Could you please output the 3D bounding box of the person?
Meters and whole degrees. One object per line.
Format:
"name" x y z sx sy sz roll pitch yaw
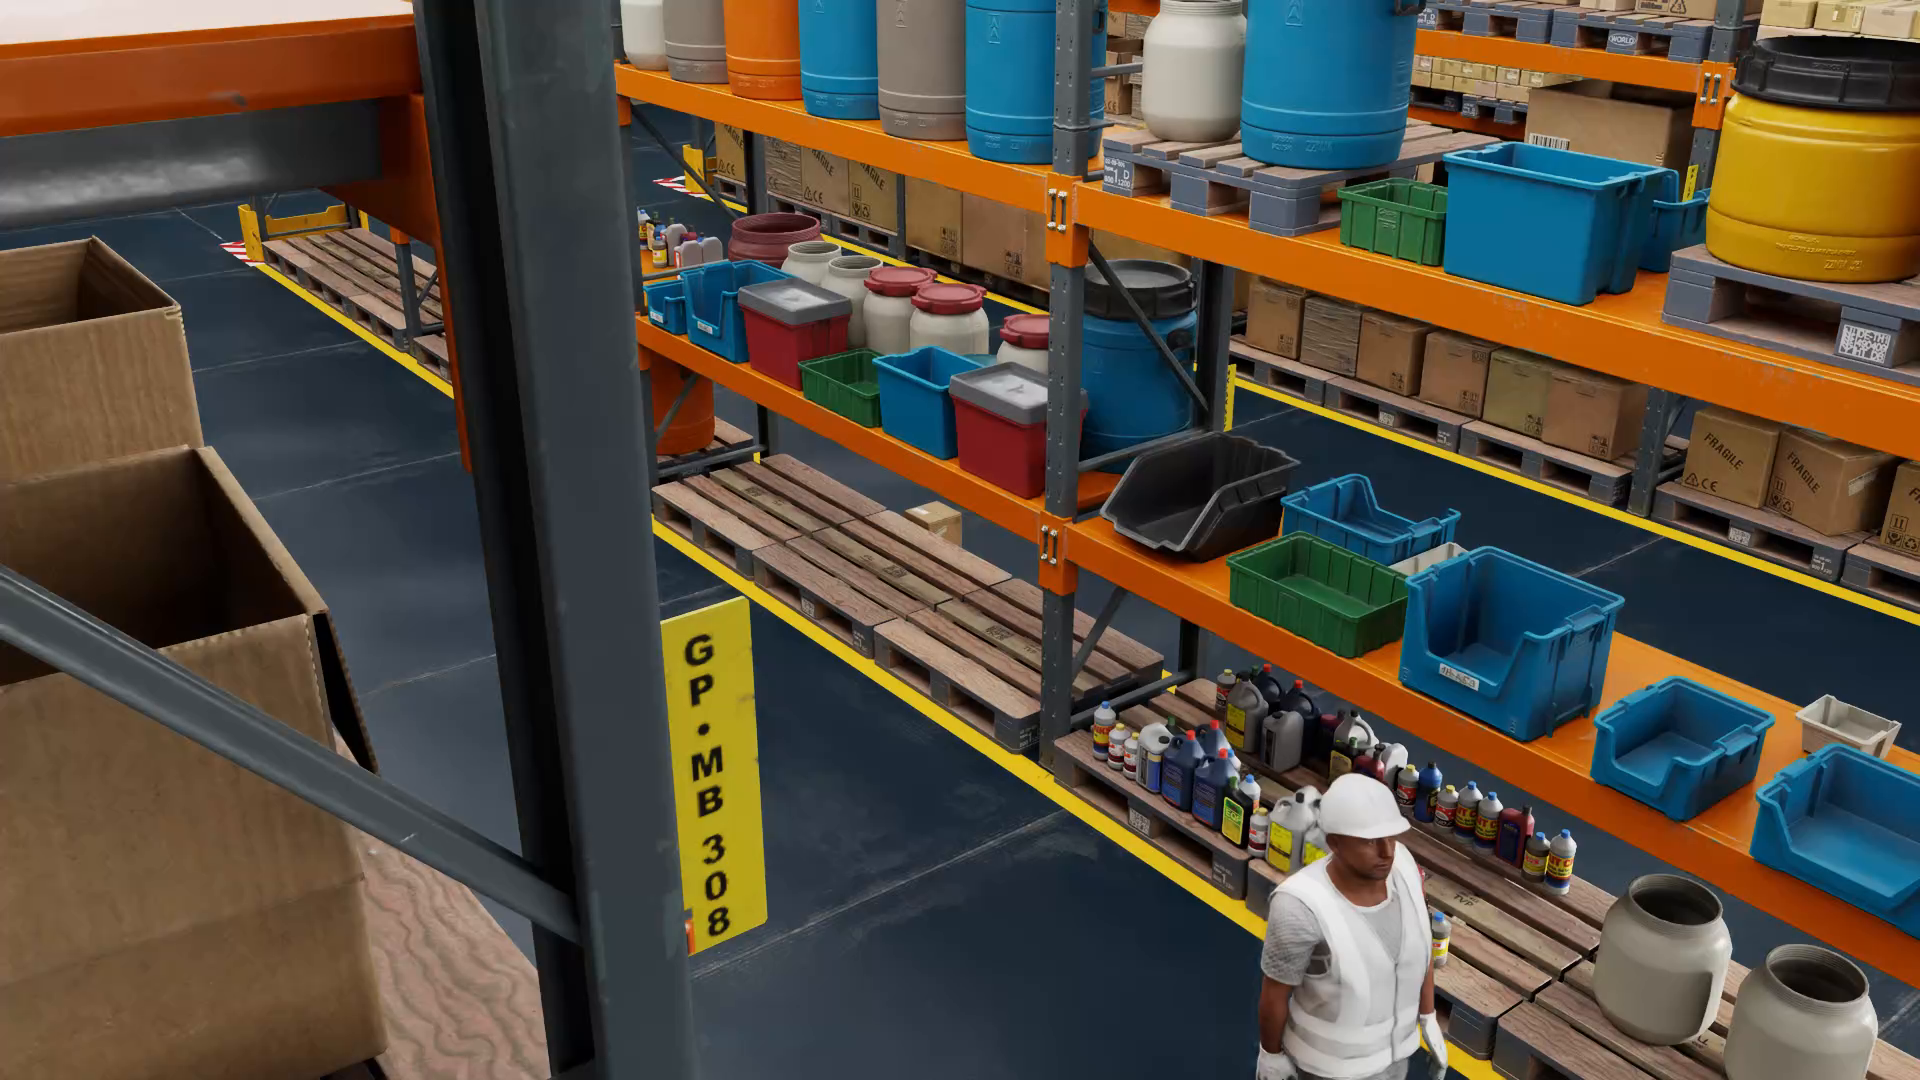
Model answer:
"person" 1.142 1.465 4.904 0.548 1.758 0.946 -17 29 -33
